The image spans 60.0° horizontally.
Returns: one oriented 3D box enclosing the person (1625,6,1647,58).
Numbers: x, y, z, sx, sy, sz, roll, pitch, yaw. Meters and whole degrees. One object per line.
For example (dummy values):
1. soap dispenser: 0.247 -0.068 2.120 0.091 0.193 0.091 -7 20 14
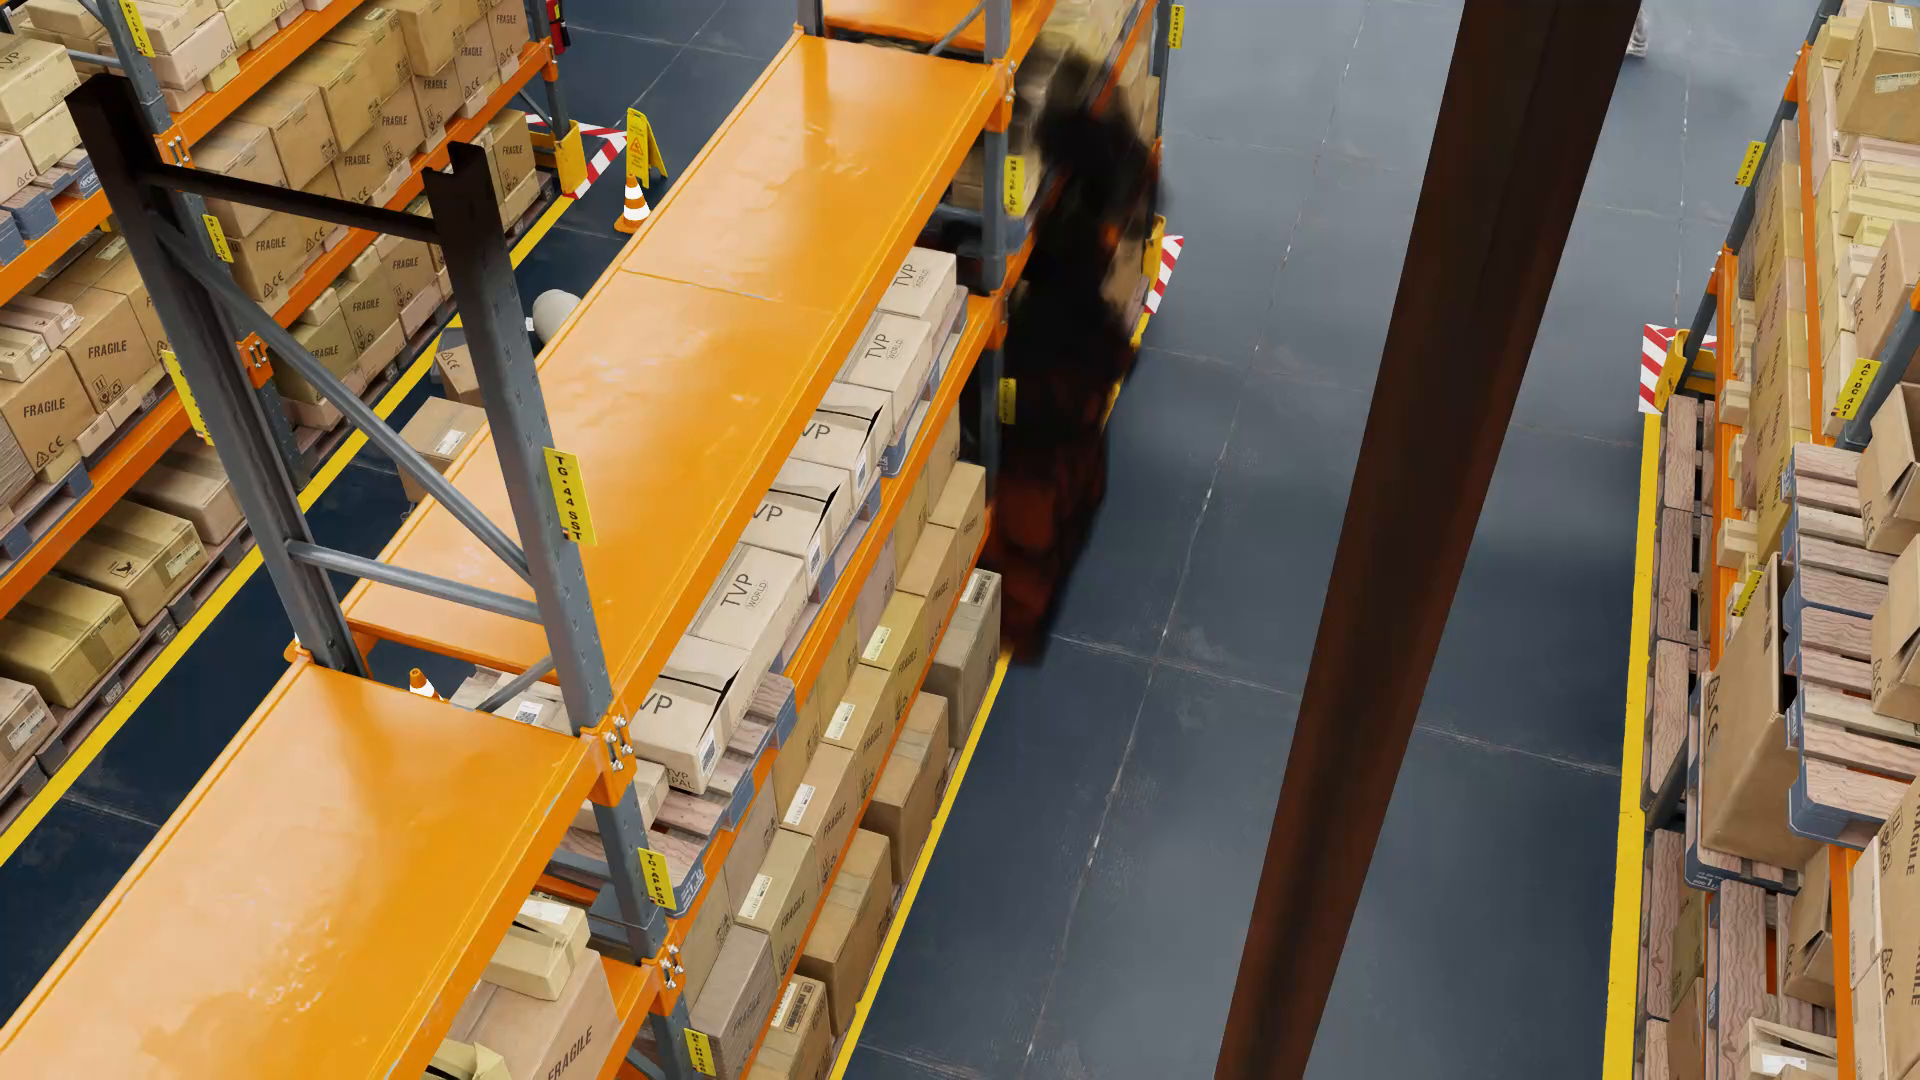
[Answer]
1. person: 6.120 -5.248 15.037 0.651 1.784 0.683 -32 54 -28
